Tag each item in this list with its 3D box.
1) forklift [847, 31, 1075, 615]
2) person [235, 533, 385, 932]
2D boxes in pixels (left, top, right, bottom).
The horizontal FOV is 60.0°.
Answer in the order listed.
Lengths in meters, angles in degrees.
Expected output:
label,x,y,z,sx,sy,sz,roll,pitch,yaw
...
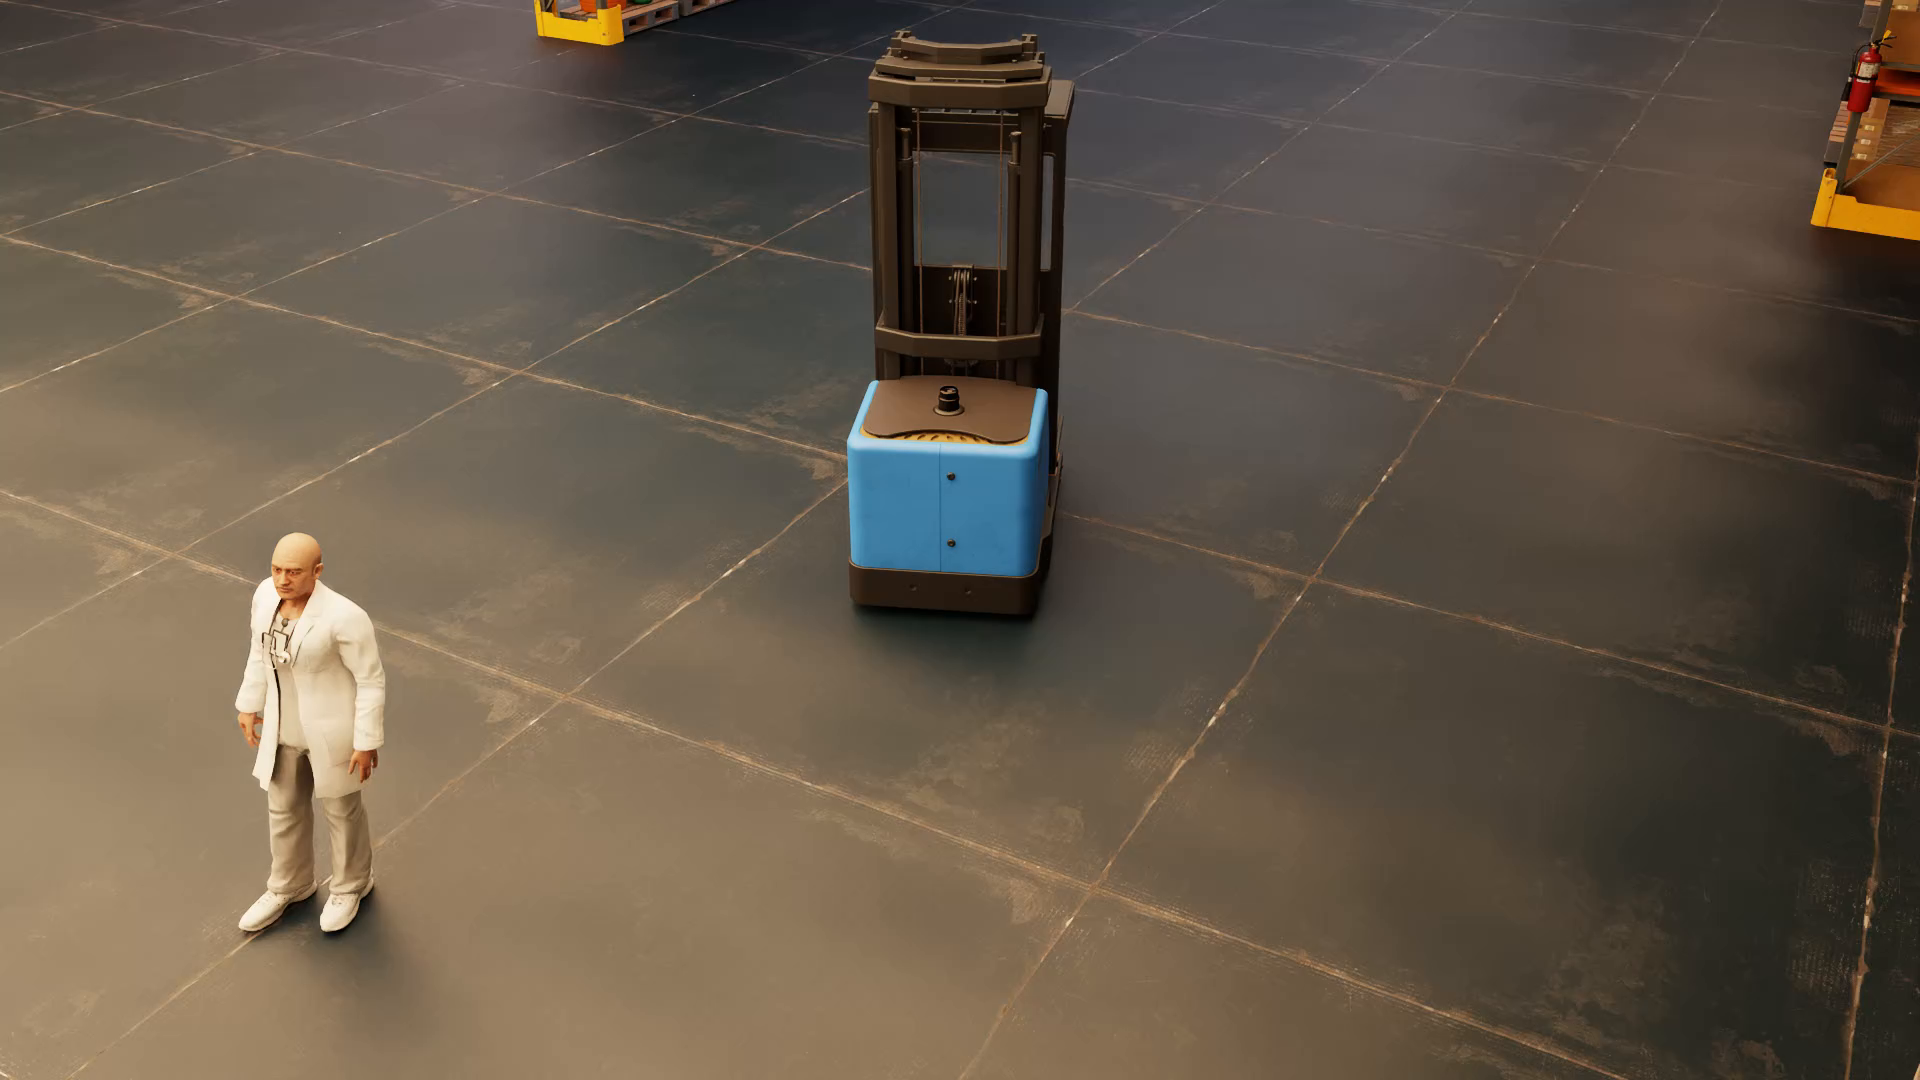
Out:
label,x,y,z,sx,sy,sz,roll,pitch,yaw
forklift,0.072,-1.572,9.794,1.130,2.935,3.031,3,30,6
person,-2.689,0.824,6.783,0.695,1.776,0.582,10,32,17
